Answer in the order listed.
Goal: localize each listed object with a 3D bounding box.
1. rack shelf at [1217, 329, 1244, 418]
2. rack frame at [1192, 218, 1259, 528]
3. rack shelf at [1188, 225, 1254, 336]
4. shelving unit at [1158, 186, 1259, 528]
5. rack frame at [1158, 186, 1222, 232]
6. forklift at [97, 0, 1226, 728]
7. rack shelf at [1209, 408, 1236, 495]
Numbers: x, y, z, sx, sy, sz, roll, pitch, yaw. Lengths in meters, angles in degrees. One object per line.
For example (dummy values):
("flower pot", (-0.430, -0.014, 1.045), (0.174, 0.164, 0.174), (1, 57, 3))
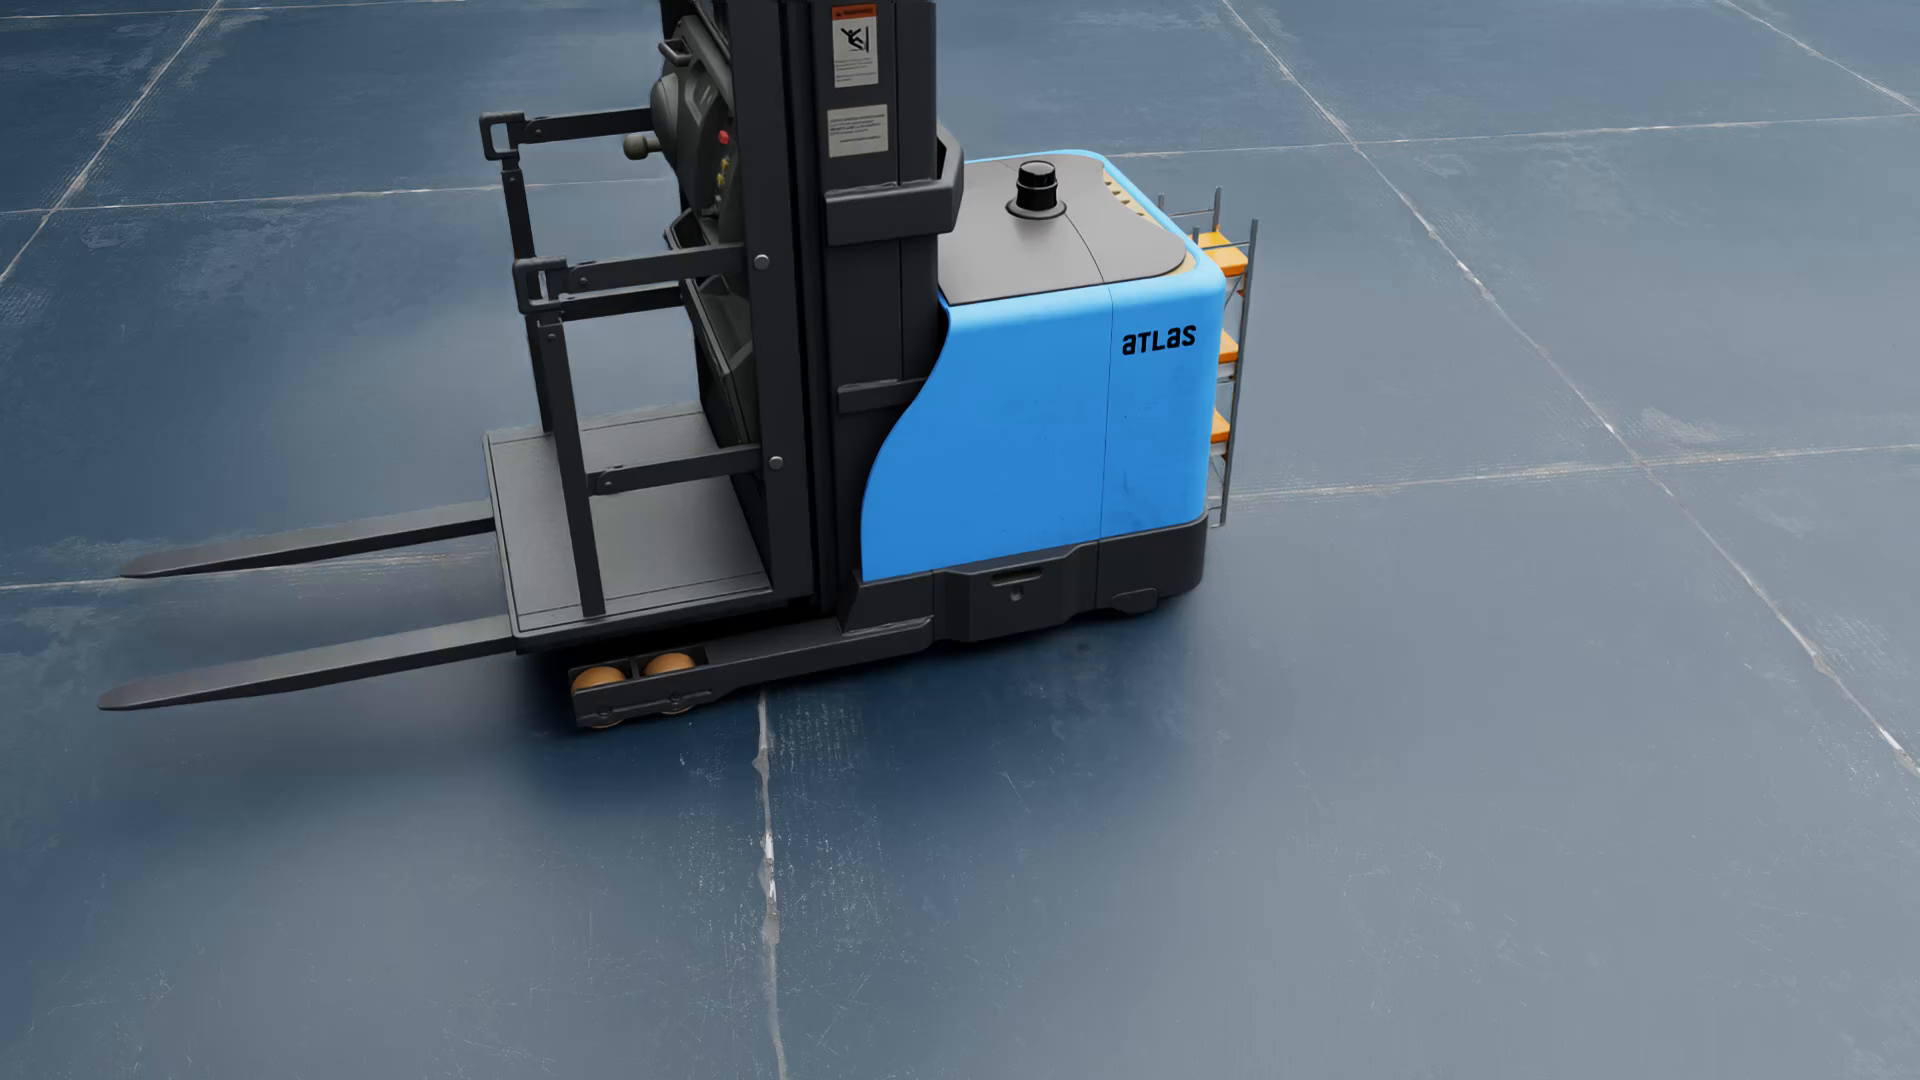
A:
("rack shelf", (0.715, -0.521, 5.101), (0.215, 0.259, 0.240), (-10, 36, -15))
("rack frame", (0.752, -0.464, 4.999), (0.200, 1.050, 0.008), (-10, 36, -15))
("rack shelf", (0.715, -0.755, 4.941), (0.215, 0.259, 0.240), (-10, 36, -15))
("shelving unit", (0.715, -0.530, 5.095), (0.215, 1.050, 0.252), (-10, 36, -15))
("rack frame", (0.678, -0.595, 5.191), (0.200, 1.050, 0.008), (-10, 36, -15))
("forklift", (-0.851, -1.036, 4.167), (3.031, 2.935, 1.130), (-10, 36, -15))
("rack shelf", (0.715, -0.291, 5.257), (0.215, 0.259, 0.240), (-10, 36, -15))
